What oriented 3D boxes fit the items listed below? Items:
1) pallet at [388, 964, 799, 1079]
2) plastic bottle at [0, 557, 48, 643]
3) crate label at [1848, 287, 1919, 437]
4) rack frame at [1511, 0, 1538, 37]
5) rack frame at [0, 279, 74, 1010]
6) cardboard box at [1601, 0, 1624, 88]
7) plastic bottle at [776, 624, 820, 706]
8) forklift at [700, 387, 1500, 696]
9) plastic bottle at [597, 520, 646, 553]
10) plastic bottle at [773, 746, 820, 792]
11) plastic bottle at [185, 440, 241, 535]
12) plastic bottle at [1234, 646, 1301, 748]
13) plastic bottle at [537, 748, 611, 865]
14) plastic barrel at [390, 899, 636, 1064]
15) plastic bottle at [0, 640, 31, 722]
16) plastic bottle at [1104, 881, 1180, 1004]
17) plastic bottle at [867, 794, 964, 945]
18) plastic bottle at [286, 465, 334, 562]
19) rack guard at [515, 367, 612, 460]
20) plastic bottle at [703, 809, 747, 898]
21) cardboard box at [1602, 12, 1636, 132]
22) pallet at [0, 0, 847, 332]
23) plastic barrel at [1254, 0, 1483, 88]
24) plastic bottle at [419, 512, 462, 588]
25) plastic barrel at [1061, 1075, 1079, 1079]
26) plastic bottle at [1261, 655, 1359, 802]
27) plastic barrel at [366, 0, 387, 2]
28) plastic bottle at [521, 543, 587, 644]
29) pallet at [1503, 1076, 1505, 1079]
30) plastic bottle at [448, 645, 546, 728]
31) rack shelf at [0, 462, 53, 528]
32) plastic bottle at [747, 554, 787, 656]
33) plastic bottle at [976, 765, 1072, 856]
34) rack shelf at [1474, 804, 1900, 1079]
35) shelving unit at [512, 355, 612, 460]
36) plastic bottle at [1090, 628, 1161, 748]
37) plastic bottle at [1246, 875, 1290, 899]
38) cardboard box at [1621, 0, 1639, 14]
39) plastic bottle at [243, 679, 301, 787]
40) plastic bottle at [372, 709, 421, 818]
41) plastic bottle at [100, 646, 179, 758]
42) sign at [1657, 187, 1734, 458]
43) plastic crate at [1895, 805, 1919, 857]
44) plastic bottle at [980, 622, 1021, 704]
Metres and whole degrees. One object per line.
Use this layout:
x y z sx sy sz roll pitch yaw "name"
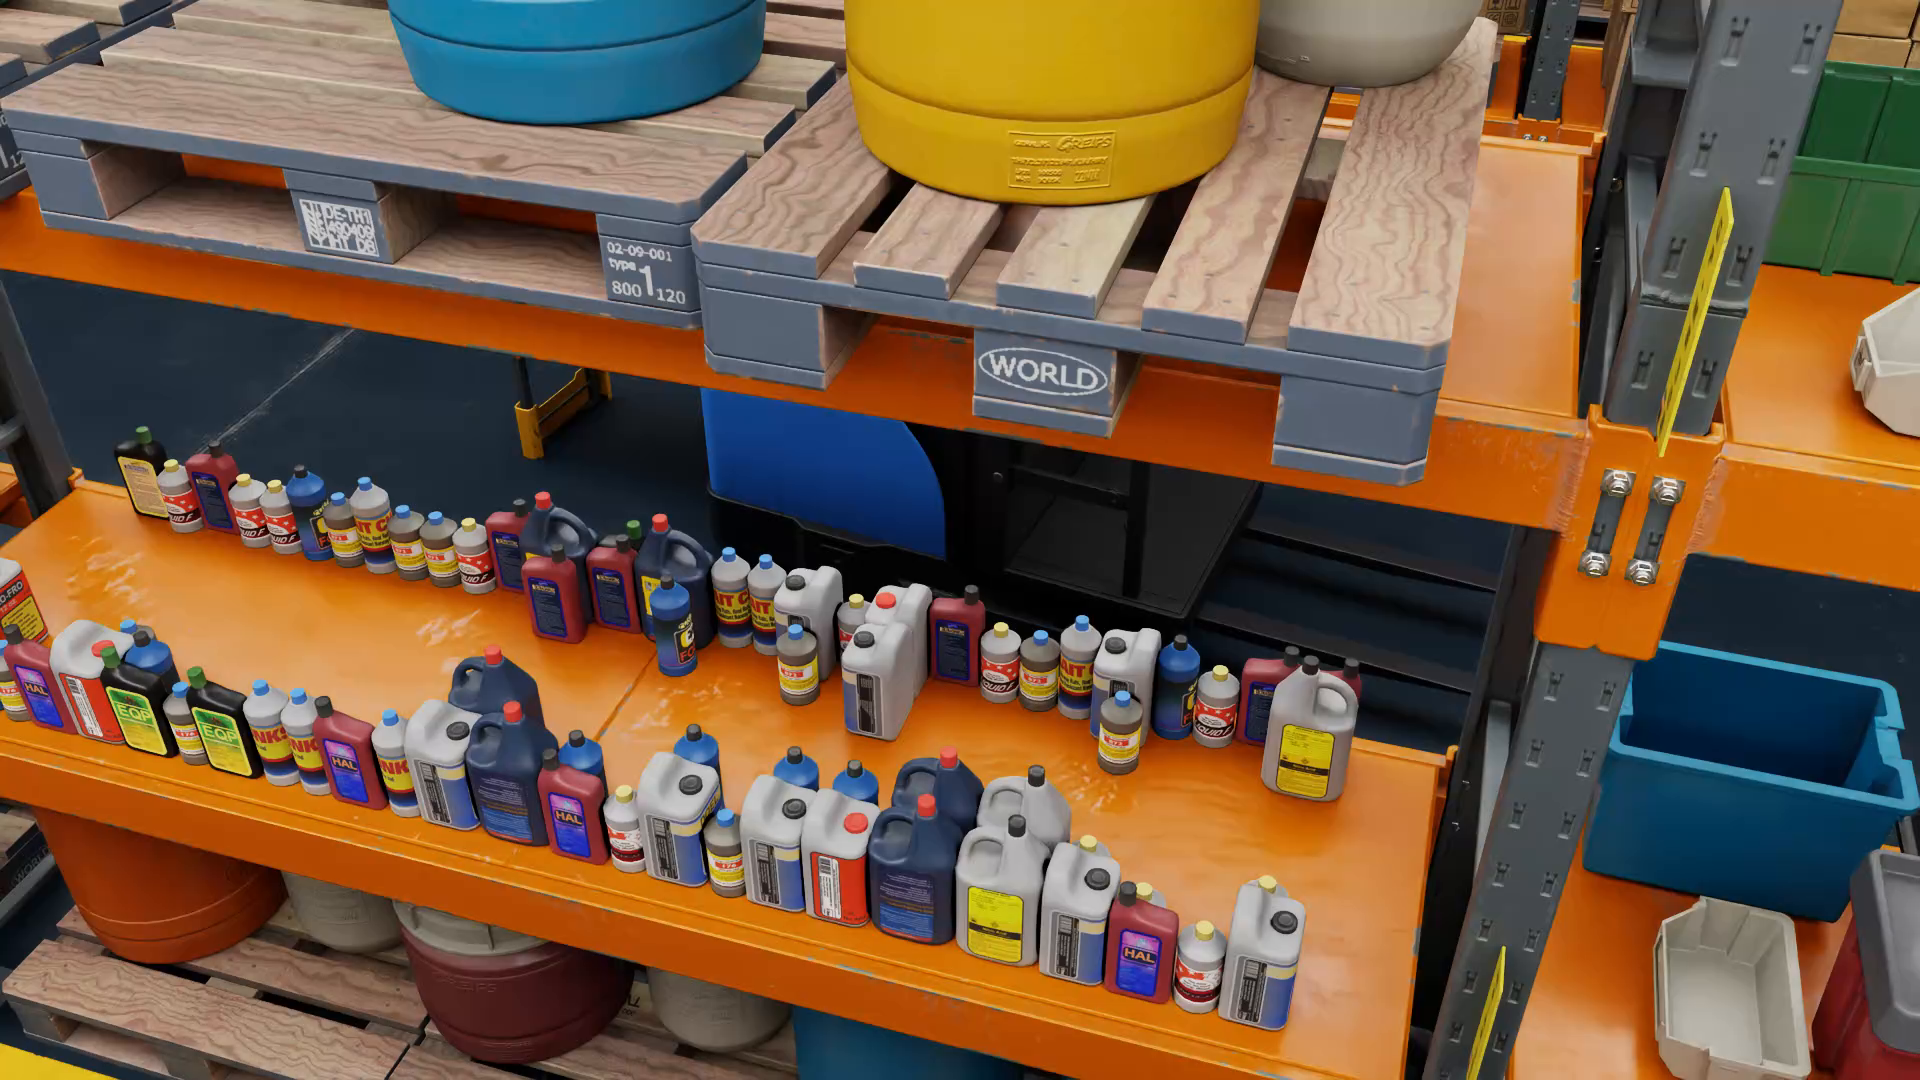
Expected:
-0.829 1.388 4.686 1.213 0.211 1.003 10 38 14 "pallet"
-2.393 0.155 4.113 0.135 0.276 0.152 10 38 14 "plastic bottle"
1.444 -0.213 2.200 0.466 0.136 0.293 10 38 14 "crate label"
4.018 -4.966 10.967 0.127 3.000 1.000 10 38 14 "rack frame"
-2.755 -0.068 4.312 0.127 3.000 1.000 10 38 14 "rack frame"
3.098 -2.260 7.206 0.500 0.500 0.500 11 38 15 "cardboard box"
-0.389 0.291 3.992 0.097 0.201 0.097 0 36 0 "plastic bottle"
0.568 -1.026 5.671 3.031 2.935 1.130 15 39 20 "forklift"
-0.847 0.068 4.226 0.133 0.283 0.061 10 38 14 "plastic bottle"
-0.348 0.553 3.577 0.097 0.271 0.097 0 36 0 "plastic bottle"
-2.021 -0.150 4.522 0.133 0.283 0.061 10 38 14 "plastic bottle"
0.713 0.356 3.834 0.133 0.283 0.061 10 38 14 "plastic bottle"
-0.824 0.566 3.549 0.133 0.283 0.061 10 38 14 "plastic bottle"
-1.205 1.011 4.526 0.708 0.588 0.600 10 38 14 "plastic barrel"
-2.243 0.325 3.946 0.097 0.201 0.097 0 36 0 "plastic bottle"
0.356 0.784 3.252 0.133 0.283 0.061 10 38 14 "plastic bottle"
-0.088 0.649 3.379 0.185 0.351 0.144 10 38 14 "plastic bottle"
-1.731 -0.080 4.437 0.097 0.271 0.097 0 36 0 "plastic bottle"
-1.750 -0.614 7.373 0.087 0.250 0.587 15 39 19 "rack guard"
-0.487 0.650 3.504 0.097 0.201 0.097 0 36 0 "plastic bottle"
2.949 -1.959 6.796 0.500 0.500 0.500 11 38 15 "cardboard box"
-0.797 -0.775 2.901 1.213 0.211 1.003 10 38 14 "pallet"
0.636 -1.028 2.616 0.433 0.535 0.433 0 36 0 "plastic barrel"
-1.359 0.017 4.364 0.097 0.201 0.097 0 36 0 "plastic bottle"
0.549 1.209 3.992 0.708 0.901 0.600 10 38 14 "plastic barrel"
0.785 0.406 3.709 0.185 0.351 0.144 10 38 14 "plastic bottle"
-1.017 -1.272 2.948 0.433 0.535 0.433 0 36 0 "plastic barrel"
-1.017 0.126 4.147 0.133 0.283 0.061 10 38 14 "plastic bottle"
1.777 1.870 4.031 1.213 0.211 1.003 10 38 14 "pallet"
-1.046 0.377 3.749 0.185 0.351 0.144 10 38 14 "plastic bottle"
-4.664 -0.132 5.005 4.000 0.370 1.077 10 38 14 "rack shelf"
-0.473 0.153 4.120 0.097 0.271 0.097 0 36 0 "plastic bottle"
0.131 0.600 3.446 0.185 0.351 0.144 10 38 14 "plastic bottle"
2.972 1.282 3.084 4.000 0.370 1.077 10 38 14 "rack shelf"
-1.297 -0.995 6.837 1.083 1.500 0.587 15 39 19 "shelving unit"
0.386 0.327 3.880 0.135 0.276 0.152 10 38 14 "plastic bottle"
0.610 0.759 3.356 0.097 0.201 0.097 0 36 0 "plastic bottle"
2.910 -2.363 6.503 0.500 0.500 0.500 11 38 15 "cardboard box"
-1.546 0.425 3.750 0.097 0.271 0.097 0 36 0 "plastic bottle"
-1.233 0.483 3.671 0.097 0.271 0.097 0 36 0 "plastic bottle"
-1.882 0.370 3.815 0.133 0.283 0.061 10 38 14 "plastic bottle"
0.898 -0.262 2.037 0.005 0.325 0.100 10 38 14 "sign"
2.212 0.772 3.353 0.590 0.125 0.437 10 38 14 "plastic crate"
0.098 0.287 3.998 0.097 0.201 0.097 0 36 0 "plastic bottle"
